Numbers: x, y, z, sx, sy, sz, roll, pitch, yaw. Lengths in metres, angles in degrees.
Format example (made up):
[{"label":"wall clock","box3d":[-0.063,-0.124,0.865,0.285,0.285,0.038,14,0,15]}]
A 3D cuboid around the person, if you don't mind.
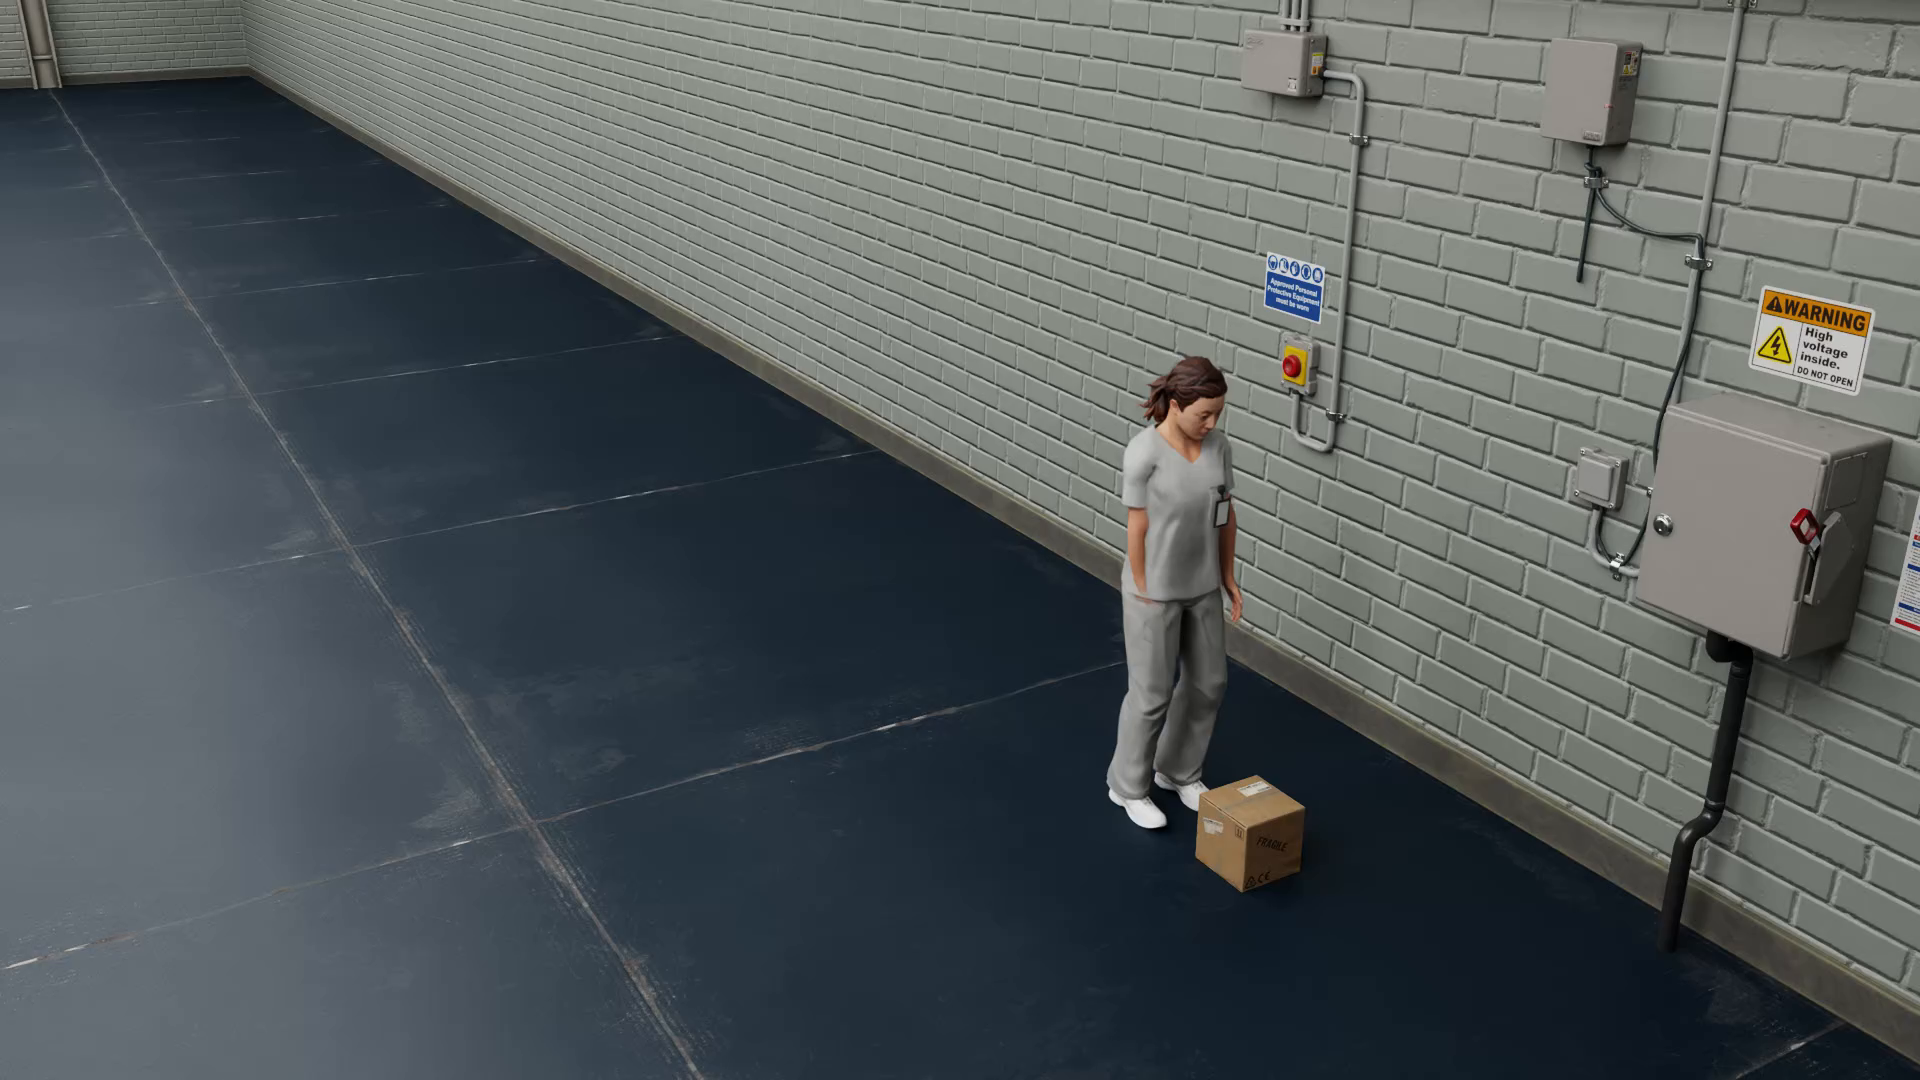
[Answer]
[{"label":"person","box3d":[0.741,0.168,5.694,0.447,1.665,0.355,-12,25,-27]}]
